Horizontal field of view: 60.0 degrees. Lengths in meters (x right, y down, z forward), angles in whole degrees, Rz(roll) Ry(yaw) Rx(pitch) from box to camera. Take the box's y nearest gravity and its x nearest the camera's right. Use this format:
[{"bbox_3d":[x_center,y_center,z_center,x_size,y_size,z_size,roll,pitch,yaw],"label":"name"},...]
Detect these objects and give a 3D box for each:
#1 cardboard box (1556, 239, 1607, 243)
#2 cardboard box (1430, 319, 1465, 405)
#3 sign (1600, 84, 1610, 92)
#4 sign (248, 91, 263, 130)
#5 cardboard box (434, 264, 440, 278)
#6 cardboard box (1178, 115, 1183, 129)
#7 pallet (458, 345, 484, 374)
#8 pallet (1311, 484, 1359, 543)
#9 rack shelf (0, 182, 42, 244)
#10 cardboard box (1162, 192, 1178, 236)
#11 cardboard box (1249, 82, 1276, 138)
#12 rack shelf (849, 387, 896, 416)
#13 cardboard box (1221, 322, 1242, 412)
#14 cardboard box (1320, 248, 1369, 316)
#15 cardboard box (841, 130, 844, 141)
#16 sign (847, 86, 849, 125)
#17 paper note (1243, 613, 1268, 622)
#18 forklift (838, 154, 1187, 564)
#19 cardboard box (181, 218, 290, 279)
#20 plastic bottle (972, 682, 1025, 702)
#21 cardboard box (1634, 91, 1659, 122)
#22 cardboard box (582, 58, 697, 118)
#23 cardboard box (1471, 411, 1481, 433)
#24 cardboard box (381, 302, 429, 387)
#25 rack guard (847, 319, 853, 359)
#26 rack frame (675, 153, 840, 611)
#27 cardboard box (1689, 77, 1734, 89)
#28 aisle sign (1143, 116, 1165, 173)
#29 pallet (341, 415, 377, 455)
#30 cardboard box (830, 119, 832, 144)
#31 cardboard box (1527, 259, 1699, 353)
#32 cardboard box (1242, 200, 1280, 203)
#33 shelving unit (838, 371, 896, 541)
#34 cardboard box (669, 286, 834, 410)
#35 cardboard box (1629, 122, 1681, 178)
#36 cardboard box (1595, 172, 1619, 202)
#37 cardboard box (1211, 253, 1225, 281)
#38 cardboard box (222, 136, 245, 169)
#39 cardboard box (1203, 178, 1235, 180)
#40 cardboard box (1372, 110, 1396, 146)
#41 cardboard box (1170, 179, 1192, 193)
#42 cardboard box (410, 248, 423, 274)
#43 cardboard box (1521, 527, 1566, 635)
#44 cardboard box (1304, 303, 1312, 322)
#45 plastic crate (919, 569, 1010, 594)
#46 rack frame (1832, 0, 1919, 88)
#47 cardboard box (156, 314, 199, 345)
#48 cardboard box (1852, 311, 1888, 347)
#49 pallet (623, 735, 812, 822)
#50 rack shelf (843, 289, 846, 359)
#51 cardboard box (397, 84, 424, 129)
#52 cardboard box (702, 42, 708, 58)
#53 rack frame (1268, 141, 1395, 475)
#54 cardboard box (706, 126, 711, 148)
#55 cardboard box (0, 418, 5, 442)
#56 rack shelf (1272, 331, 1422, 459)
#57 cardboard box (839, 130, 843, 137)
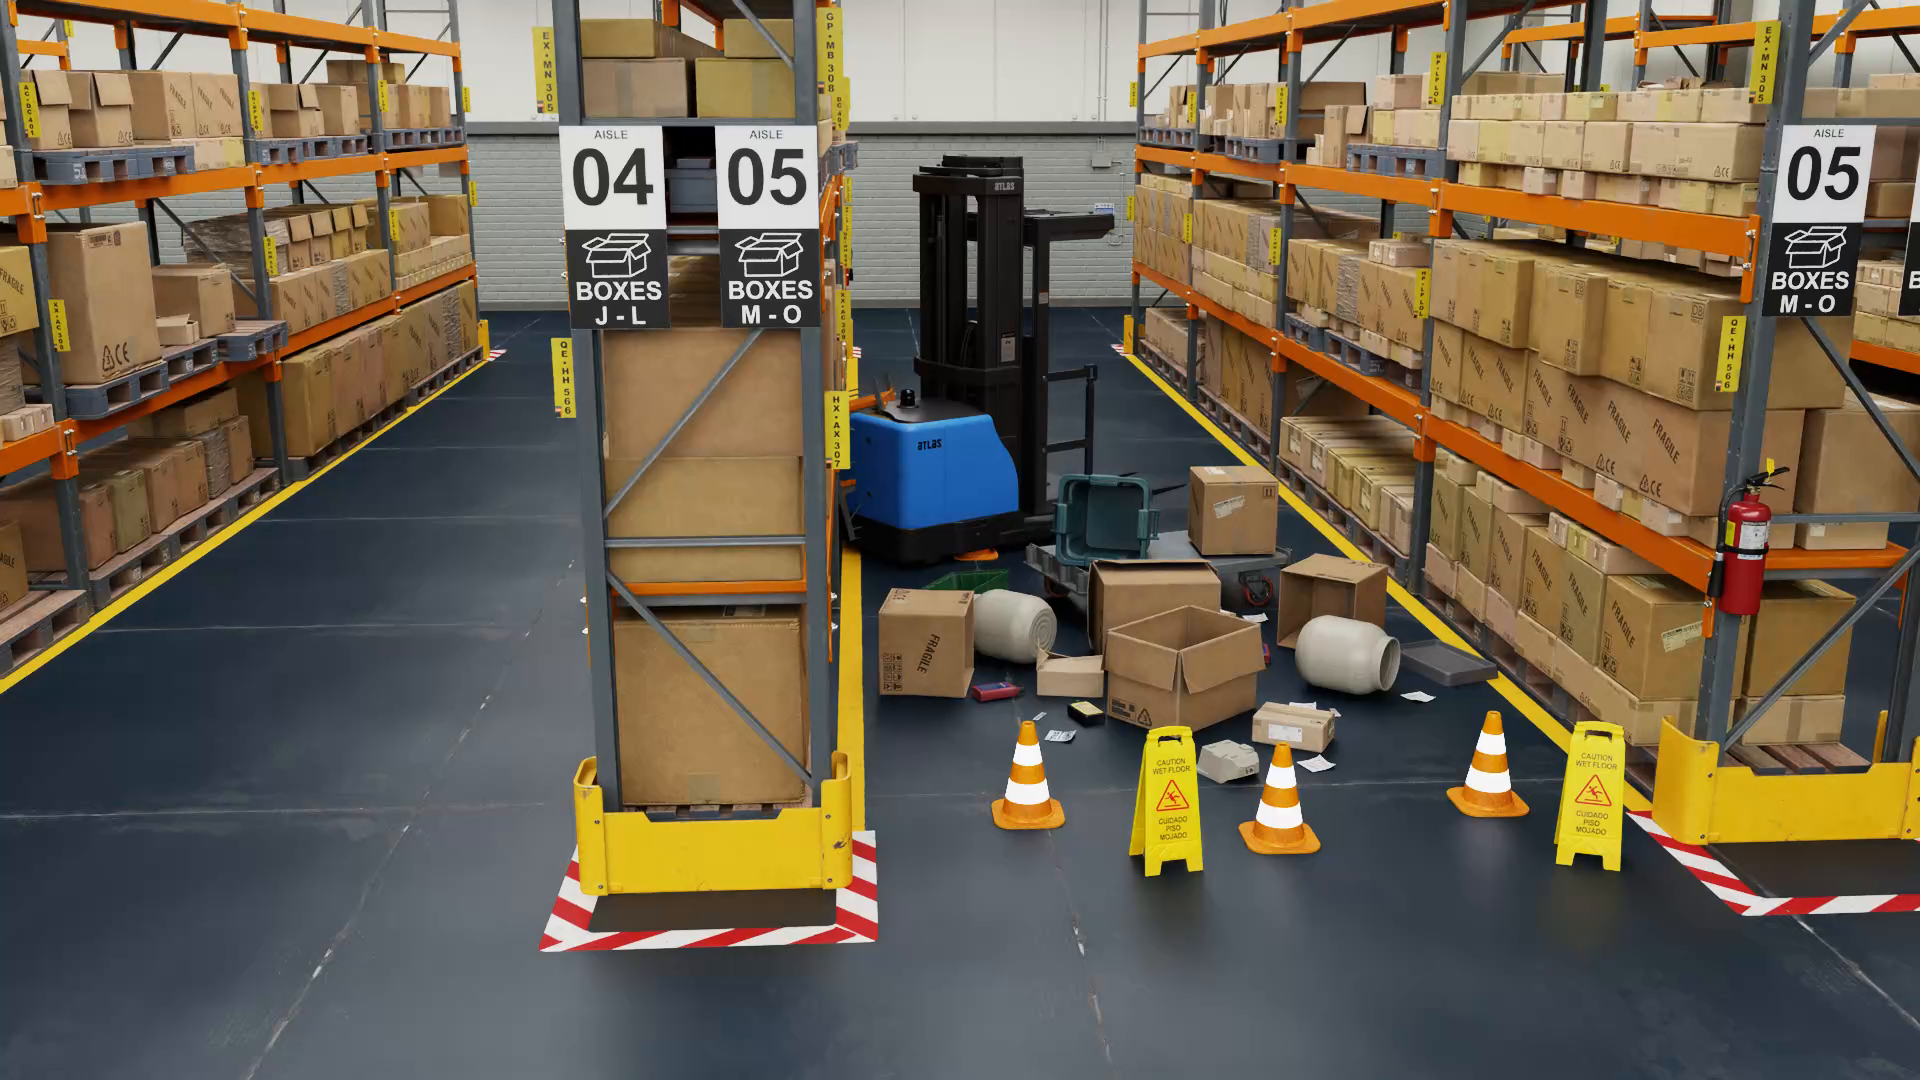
[{"bbox_3d":[7.745,-3.595,20.683,0.500,0.250,0.500,-1,14,-4],"label":"cardboard box"},{"bbox_3d":[3.374,-1.164,10.732,0.500,0.500,0.500,-1,14,-4],"label":"cardboard box"},{"bbox_3d":[4.166,-2.798,10.825,0.100,0.325,0.005,-1,14,-3],"label":"sign"},{"bbox_3d":[-5.972,-3.638,14.087,0.100,0.325,0.005,-1,14,-3],"label":"sign"},{"bbox_3d":[-6.546,-3.266,20.205,0.380,0.149,0.250,-1,14,-5],"label":"cardboard box"},{"bbox_3d":[2.754,-4.877,19.402,0.380,0.149,0.250,-1,14,-2],"label":"cardboard box"},{"bbox_3d":[-6.882,-2.368,21.807,1.003,0.211,1.213,-1,14,-3],"label":"pallet"},{"bbox_3d":[3.497,-0.232,13.505,1.003,0.211,1.213,-1,14,-3],"label":"pallet"},{"bbox_3d":[-6.142,-1.539,8.411,1.077,0.370,4.000,-1,14,-3],"label":"rack shelf"},{"bbox_3d":[2.761,-3.973,20.241,0.500,0.500,0.500,-1,14,-3],"label":"cardboard box"},{"bbox_3d":[3.126,-4.027,15.597,0.700,0.500,0.500,-2,15,-6],"label":"cardboard box"},{"bbox_3d":[-0.774,-0.956,12.881,0.538,0.278,1.000,-14,8,4],"label":"rack shelf"},{"bbox_3d":[3.312,-1.871,17.701,0.875,0.875,0.875,0,14,-2],"label":"cardboard box"},{"bbox_3d":[3.253,-2.099,13.523,0.500,0.500,0.500,-1,14,-2],"label":"cardboard box"},{"bbox_3d":[-1.570,-4.472,18.670,0.500,0.250,0.500,0,14,-1],"label":"cardboard box"},{"bbox_3d":[-1.002,-3.726,14.272,0.100,0.325,0.005,-1,14,-3],"label":"sign"},{"bbox_3d":[1.955,0.511,10.979,0.148,0.019,0.142,-1,14,-3],"label":"paper note"},{"bbox_3d":[0.499,-1.513,13.025,3.031,2.935,1.130,-11,18,-36],"label":"forklift"},{"bbox_3d":[-6.543,-2.643,15.065,0.797,0.503,0.637,0,14,-2],"label":"cardboard box"},{"bbox_3d":[0.223,0.866,9.540,0.283,0.061,0.133,-6,16,-23],"label":"plastic bottle"},{"bbox_3d":[3.573,-2.140,8.207,0.380,0.149,0.250,-1,14,-3],"label":"cardboard box"},{"bbox_3d":[-1.370,-1.882,6.962,0.500,0.250,0.500,-1,14,-3],"label":"cardboard box"},{"bbox_3d":[3.439,-0.752,10.435,0.380,0.149,0.250,-1,14,-4],"label":"cardboard box"},{"bbox_3d":[-6.722,-2.261,19.217,0.875,0.875,0.875,-1,14,-3],"label":"cardboard box"},{"bbox_3d":[-2.048,-2.738,22.666,1.175,0.500,0.348,-1,14,-3],"label":"rack guard"},{"bbox_3d":[-1.309,-0.983,10.829,1.000,3.000,0.127,-1,14,-3],"label":"rack frame"},{"bbox_3d":[8.220,-4.939,18.216,0.396,0.266,0.258,-1,14,-3],"label":"cardboard box"},{"bbox_3d":[2.588,-5.342,22.551,0.394,0.787,0.004,-1,14,-3],"label":"aisle sign"},{"bbox_3d":[-6.560,-1.076,16.786,1.003,0.211,1.213,-1,14,-3],"label":"pallet"},{"bbox_3d":[-0.934,-2.354,9.595,0.380,0.149,0.250,-1,14,-3],"label":"cardboard box"},{"bbox_3d":[3.573,-1.268,9.130,0.700,0.500,0.500,-1,14,-4],"label":"cardboard box"},{"bbox_3d":[3.408,-3.500,18.402,0.500,0.500,0.500,0,14,-2],"label":"cardboard box"},{"bbox_3d":[-0.702,-0.675,12.922,0.538,1.125,1.048,-14,8,4],"label":"shelving unit"},{"bbox_3d":[-1.071,-0.954,8.245,0.875,0.550,0.550,-1,14,-3],"label":"cardboard box"},{"bbox_3d":[3.556,-1.863,7.930,0.500,0.250,0.500,-1,14,-4],"label":"cardboard box"},{"bbox_3d":[3.520,-1.824,8.582,0.380,0.149,0.250,-1,14,-5],"label":"cardboard box"},{"bbox_3d":[2.940,-2.875,17.479,0.500,0.250,0.500,-1,14,-3],"label":"cardboard box"},{"bbox_3d":[-6.239,-3.192,13.695,0.500,0.250,0.500,-1,14,-3],"label":"cardboard box"},{"bbox_3d":[3.235,-4.448,20.785,0.380,0.149,0.250,0,14,-2],"label":"cardboard box"},{"bbox_3d":[3.388,-3.064,12.354,0.500,0.250,0.500,-1,14,-3],"label":"cardboard box"},{"bbox_3d":[2.777,-4.312,20.256,0.380,0.149,0.250,-1,14,-5],"label":"cardboard box"},{"bbox_3d":[-6.555,-3.238,19.294,0.500,0.250,0.500,-1,14,-4],"label":"cardboard box"},{"bbox_3d":[3.503,0.224,9.305,0.500,0.500,0.500,-1,14,-5],"label":"cardboard box"},{"bbox_3d":[3.167,-1.938,14.201,0.380,0.149,0.250,-2,15,-7],"label":"cardboard box"},{"bbox_3d":[0.009,0.374,11.082,0.450,0.188,0.662,-4,11,28],"label":"plastic crate"},{"bbox_3d":[8.331,-5.063,14.644,1.000,3.000,0.127,-1,14,-3],"label":"rack frame"},{"bbox_3d":[-6.141,-1.654,12.864,0.396,0.266,0.258,-1,14,-5],"label":"cardboard box"},{"bbox_3d":[8.141,-1.845,14.480,0.500,0.250,0.500,-1,14,-5],"label":"cardboard box"},{"bbox_3d":[-1.189,1.164,8.078,1.003,0.211,1.213,-1,14,-3],"label":"pallet"},{"bbox_3d":[-1.681,-2.127,16.718,1.077,0.370,4.000,-1,14,-3],"label":"rack shelf"},{"bbox_3d":[-6.789,-5.134,19.697,0.700,0.500,0.500,0,14,-1],"label":"cardboard box"},{"bbox_3d":[-1.561,-2.603,8.964,0.380,0.149,0.250,-1,14,-3],"label":"cardboard box"},{"bbox_3d":[3.377,-2.080,15.090,1.000,3.000,0.127,-1,14,-3],"label":"rack frame"},{"bbox_3d":[-1.561,-2.217,9.066,0.380,0.149,0.250,-1,14,-4],"label":"cardboard box"},{"bbox_3d":[-5.997,-0.636,9.982,0.380,0.149,0.250,-1,14,-3],"label":"cardboard box"},{"bbox_3d":[3.501,-1.234,13.246,1.077,0.370,4.000,-1,14,-3],"label":"rack shelf"},{"bbox_3d":[-1.193,-3.384,13.275,0.500,0.311,0.500,-1,14,-3],"label":"cardboard box"}]
